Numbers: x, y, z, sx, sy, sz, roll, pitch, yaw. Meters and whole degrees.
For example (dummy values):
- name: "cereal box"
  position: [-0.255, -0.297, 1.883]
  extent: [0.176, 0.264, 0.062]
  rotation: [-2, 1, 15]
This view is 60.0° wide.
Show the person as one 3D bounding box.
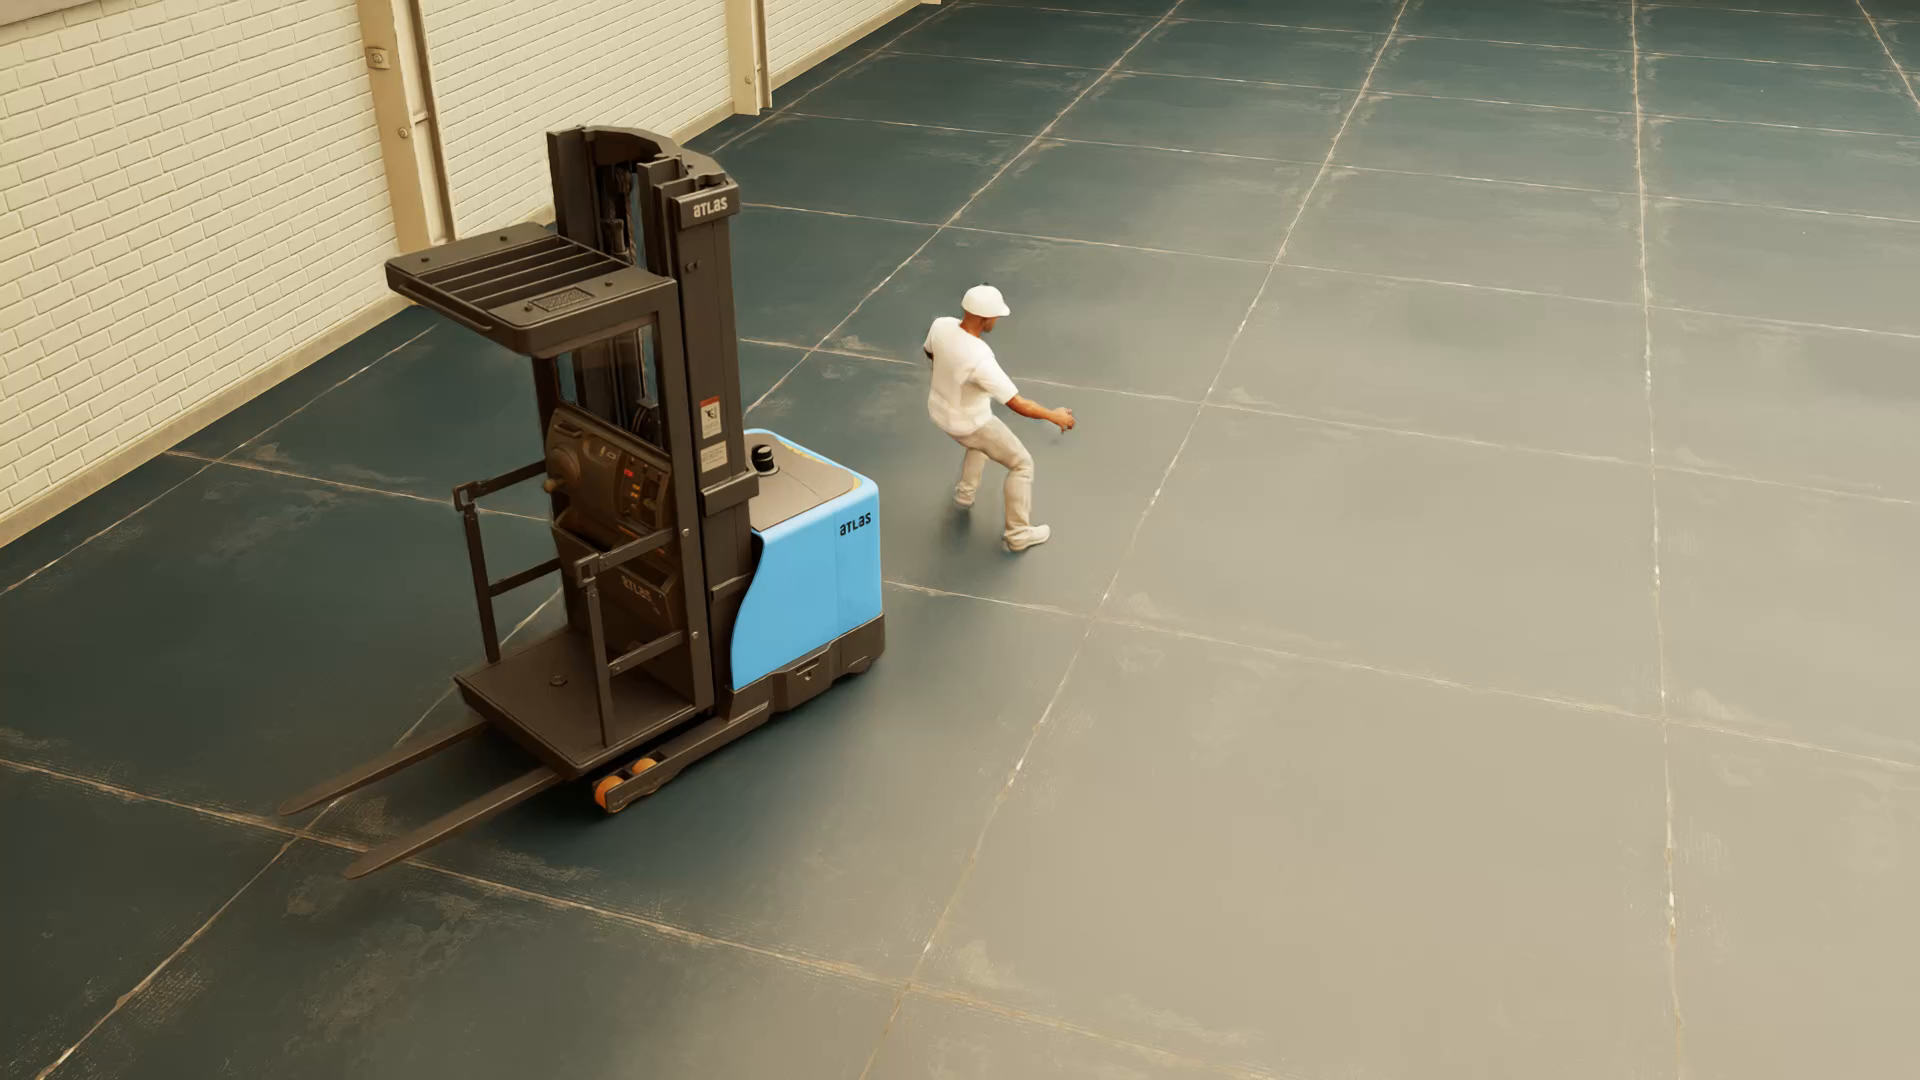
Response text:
- name: "person"
  position: [0.166, -0.795, 9.872]
  extent: [0.645, 1.611, 0.930]
  rotation: [-18, 35, -29]

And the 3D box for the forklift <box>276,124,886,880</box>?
- name: "forklift"
  position: [-1.791, -0.279, 7.626]
  extent: [1.130, 2.935, 3.031]
  rotation: [26, 39, 37]
